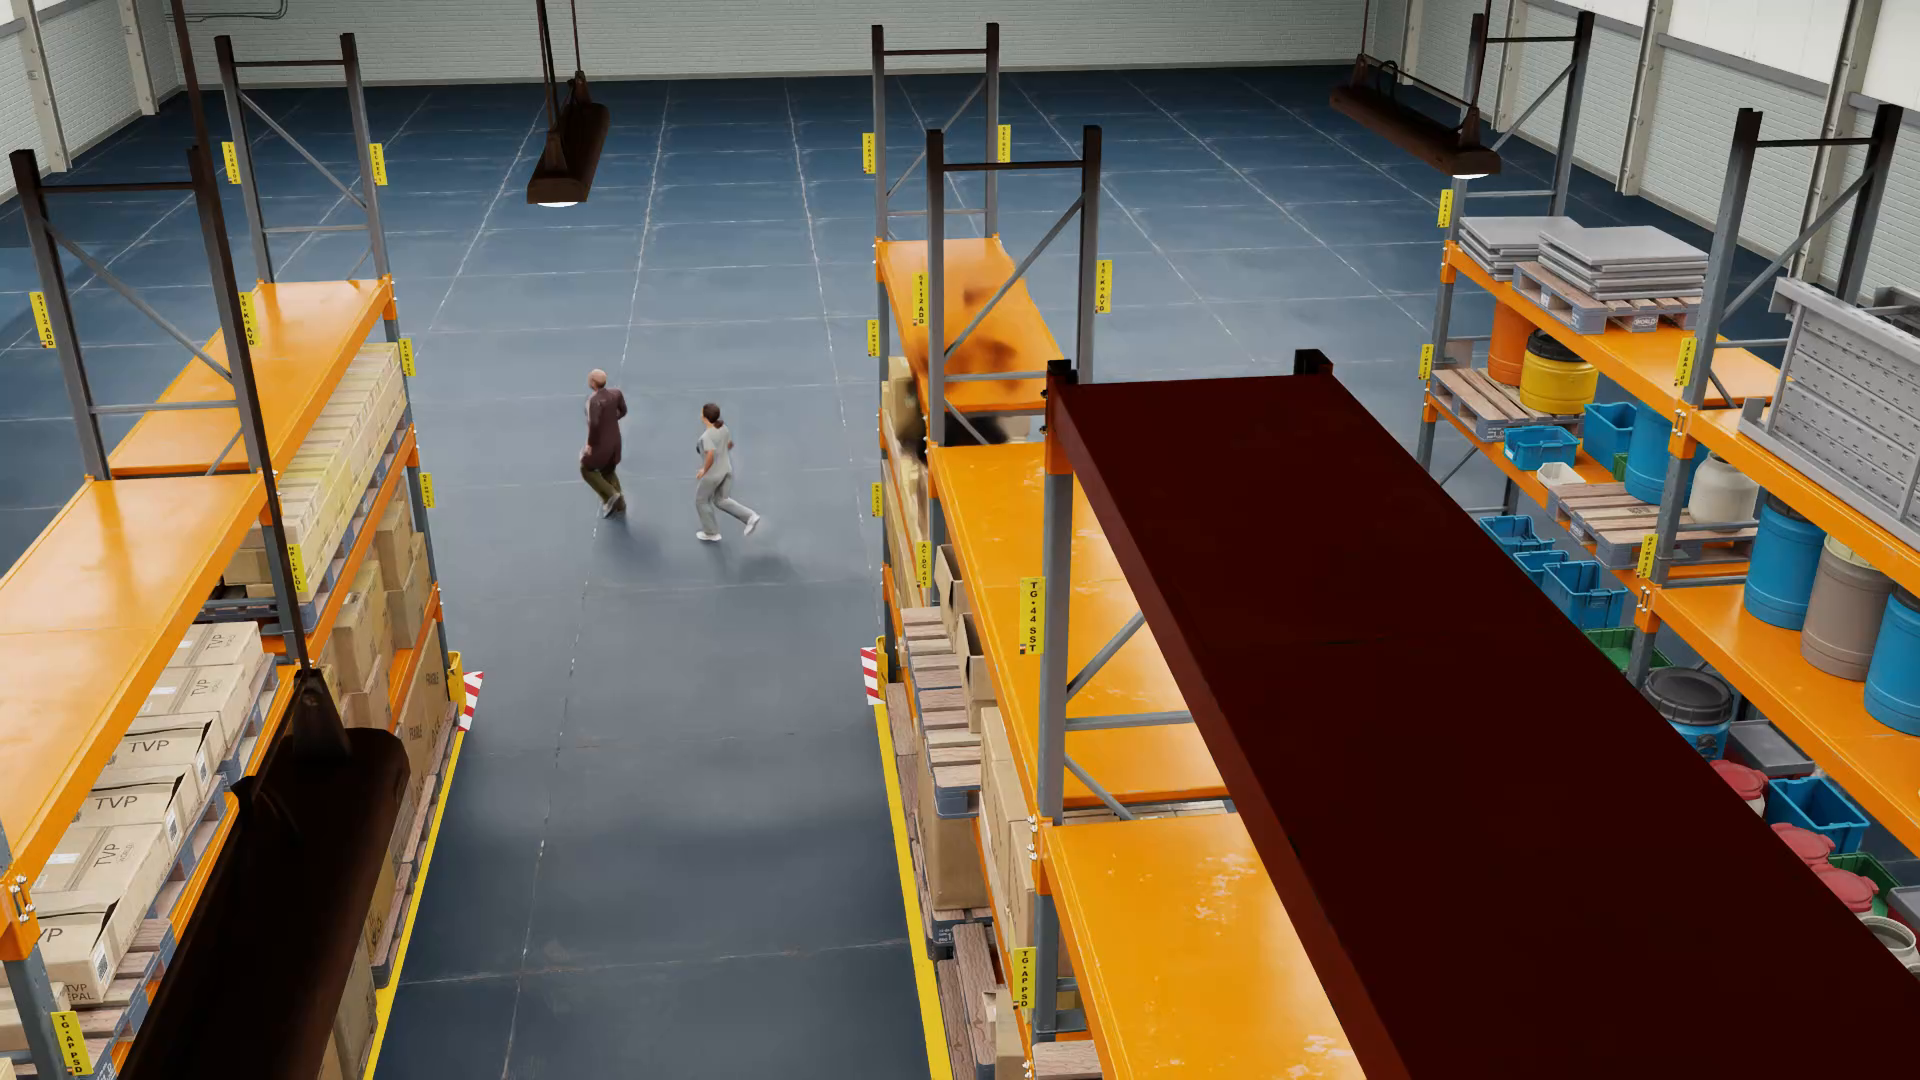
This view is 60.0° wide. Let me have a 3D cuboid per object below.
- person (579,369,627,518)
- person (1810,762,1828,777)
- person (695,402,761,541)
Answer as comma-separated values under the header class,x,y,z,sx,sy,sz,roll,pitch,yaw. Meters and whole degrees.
class,x,y,z,sx,sy,sz,roll,pitch,yaw
person,-4.059,-1.114,18.805,0.587,1.733,0.709,16,30,30
person,6.802,1.652,13.003,0.669,1.760,0.868,-3,26,-7
person,-2.585,-0.699,18.083,0.801,1.637,0.554,12,28,24
